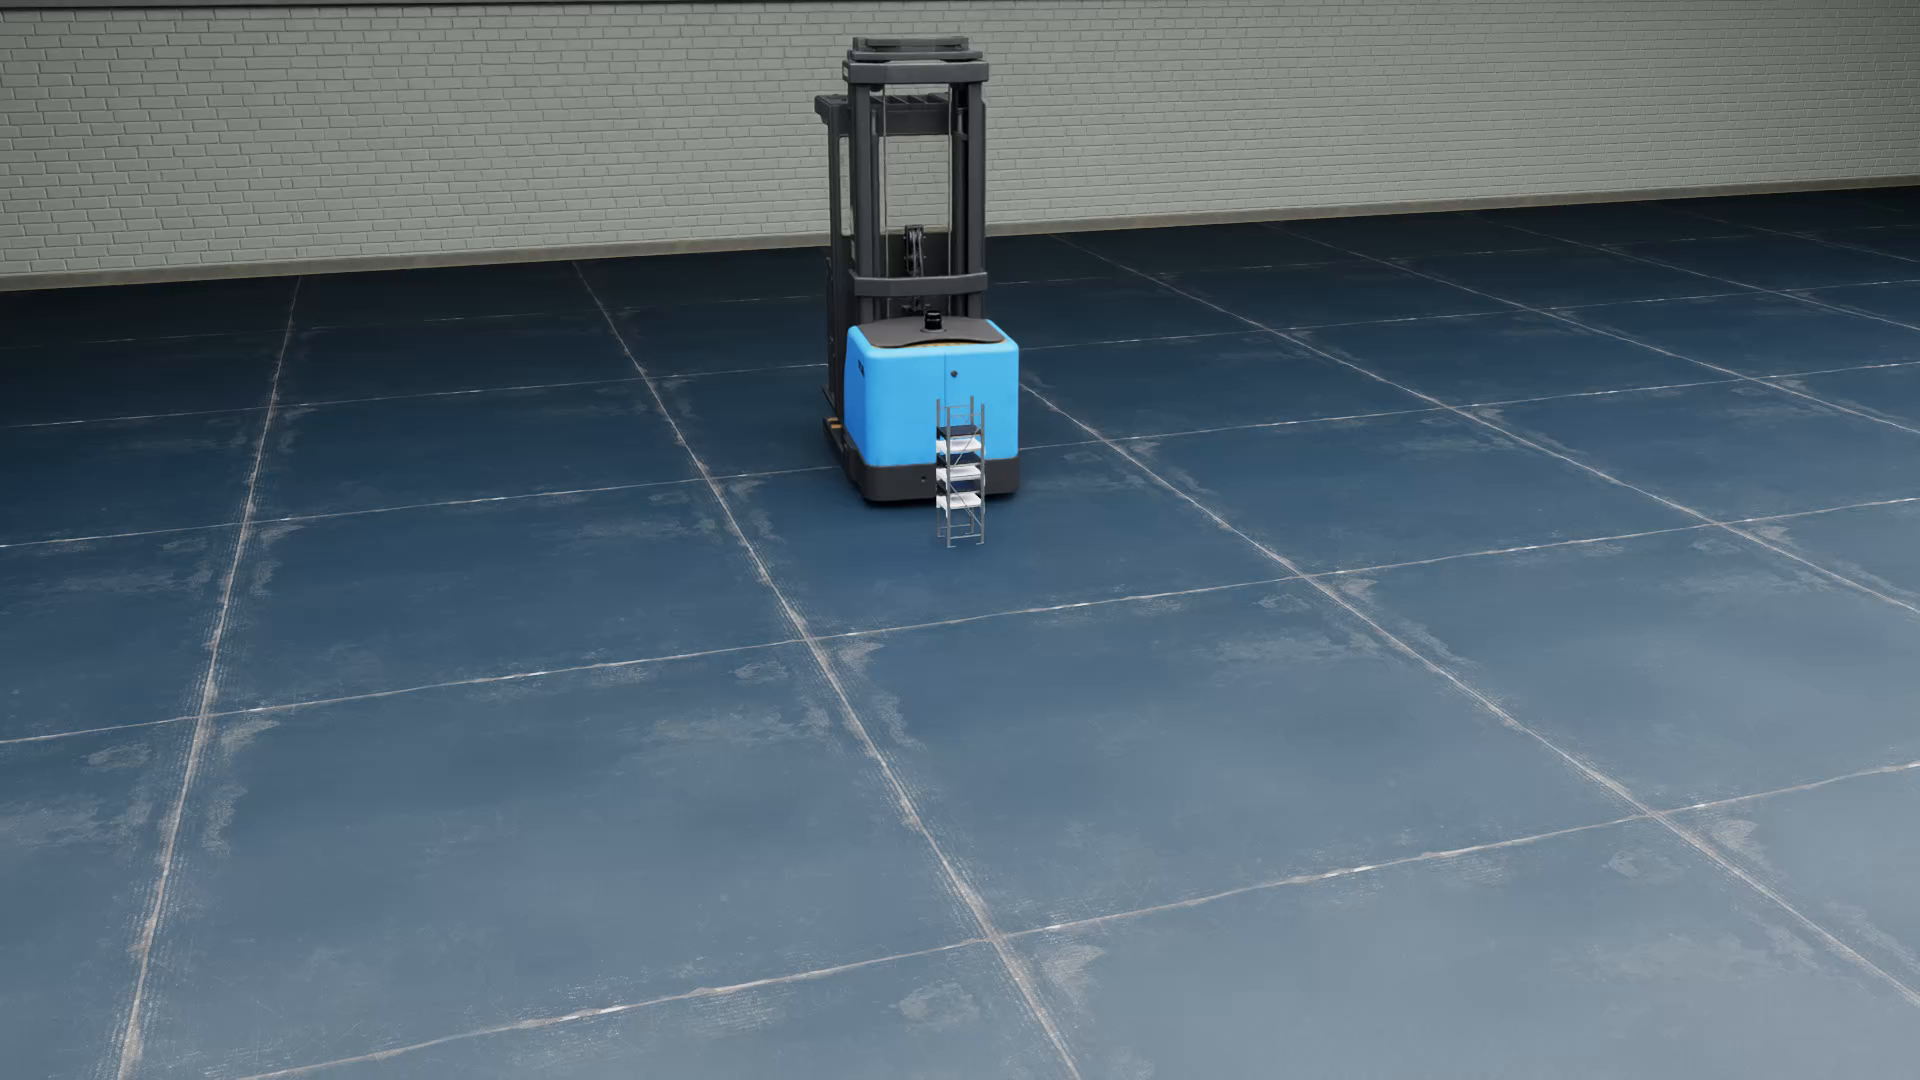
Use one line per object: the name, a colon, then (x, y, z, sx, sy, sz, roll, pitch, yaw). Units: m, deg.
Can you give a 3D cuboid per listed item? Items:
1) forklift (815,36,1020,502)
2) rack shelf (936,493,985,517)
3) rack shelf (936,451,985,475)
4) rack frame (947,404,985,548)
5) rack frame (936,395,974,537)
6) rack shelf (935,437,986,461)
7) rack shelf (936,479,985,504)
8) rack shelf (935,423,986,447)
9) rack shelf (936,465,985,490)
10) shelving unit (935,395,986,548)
forklift: (-0.416, -2.094, 11.912, 1.130, 2.935, 3.031, -4, 20, -12)
rack shelf: (0.003, -0.220, 10.329, 0.258, 0.077, 0.200, -6, 21, -17)
rack shelf: (0.003, -0.474, 10.238, 0.258, 0.077, 0.200, -6, 21, -17)
rack frame: (0.034, -0.388, 10.166, 0.240, 0.900, 0.006, -6, 21, -17)
rack frame: (-0.029, -0.454, 10.348, 0.240, 0.900, 0.006, -6, 21, -17)
rack shelf: (0.003, -0.559, 10.208, 0.258, 0.077, 0.200, -6, 21, -17)
rack shelf: (0.003, -0.305, 10.299, 0.258, 0.077, 0.200, -6, 21, -17)
rack shelf: (0.003, -0.644, 10.177, 0.258, 0.077, 0.200, -6, 21, -17)
rack shelf: (0.003, -0.390, 10.268, 0.258, 0.077, 0.200, -6, 21, -17)
shelving unit: (0.003, -0.421, 10.257, 0.258, 0.900, 0.210, -6, 21, -17)
